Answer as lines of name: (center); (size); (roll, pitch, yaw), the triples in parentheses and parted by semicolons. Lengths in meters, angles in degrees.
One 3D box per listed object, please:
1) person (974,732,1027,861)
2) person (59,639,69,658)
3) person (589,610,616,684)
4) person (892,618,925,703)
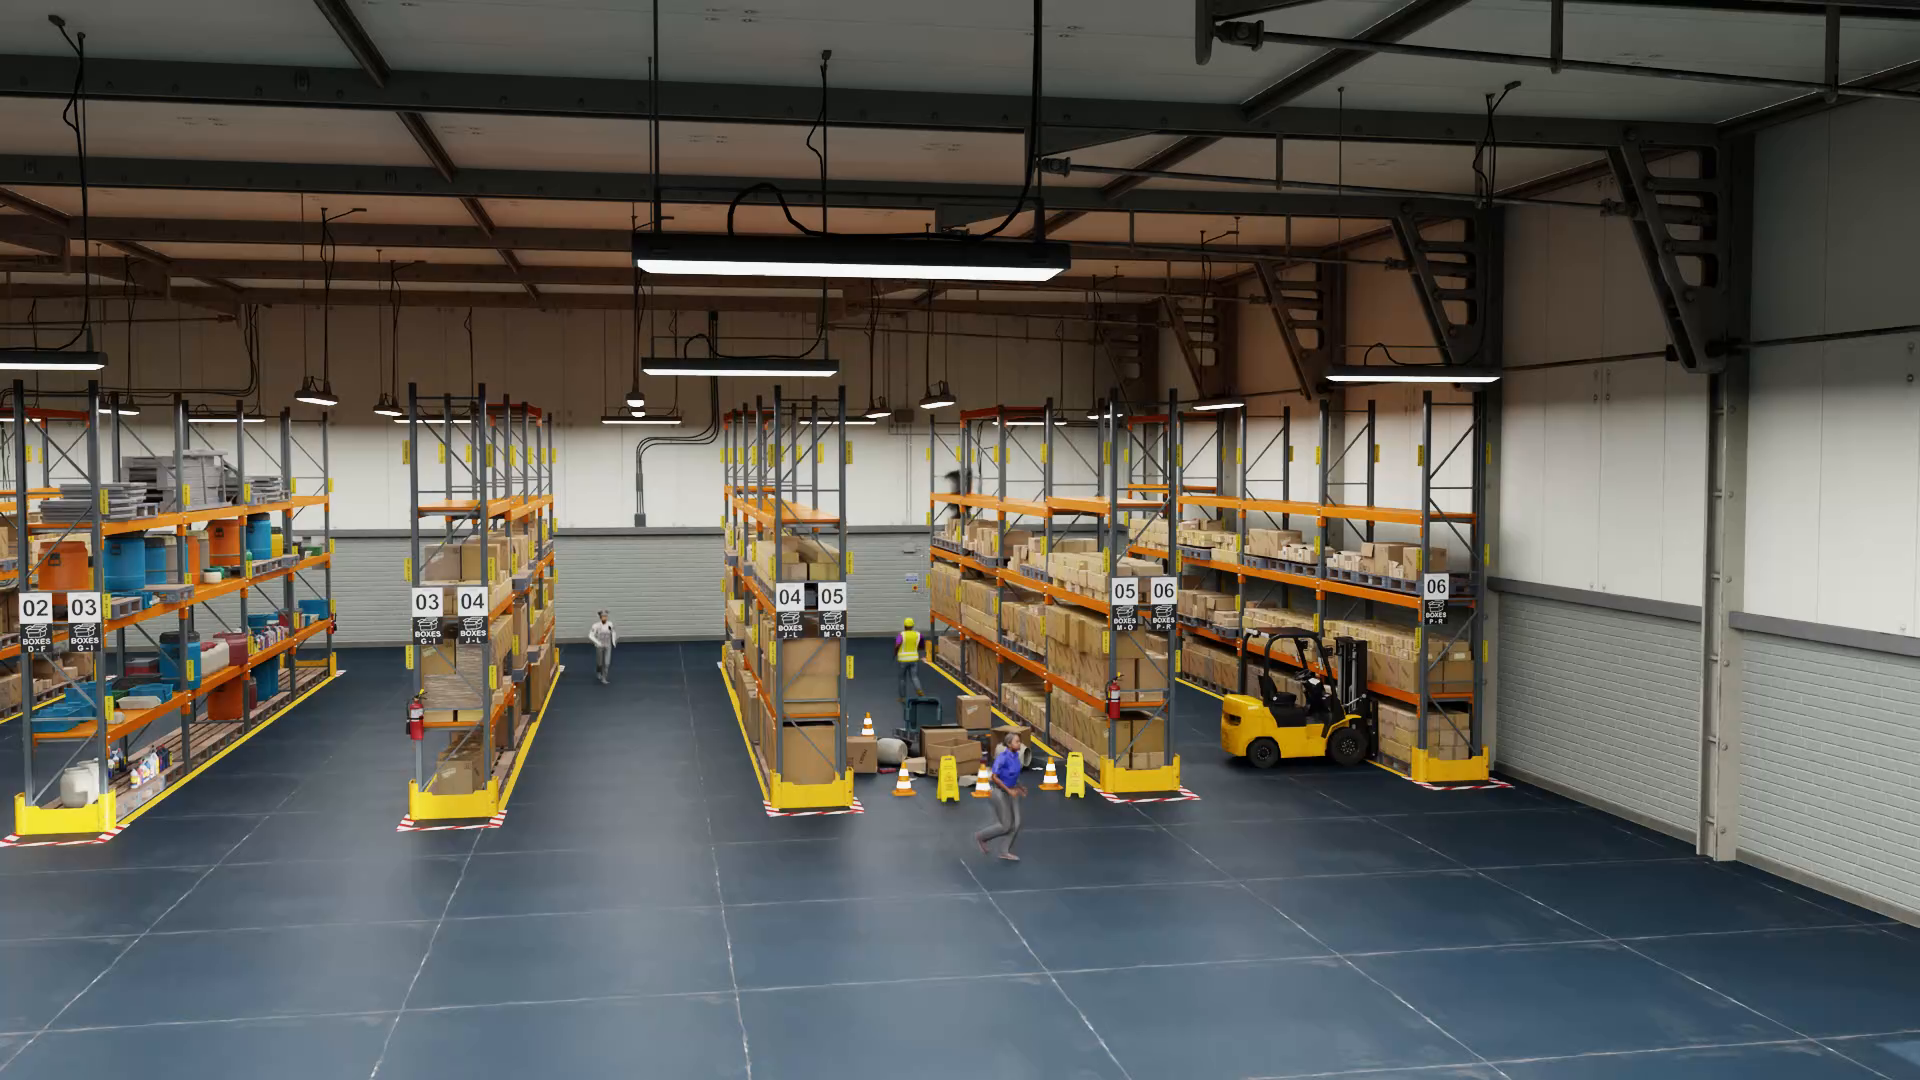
person: (0.506, 3.170, 20.635); (0.643, 1.603, 0.575); (2, 3, 29)
person: (-20.987, 2.226, 39.095); (0.804, 1.620, 0.599); (2, 3, 28)
person: (-7.871, 2.342, 36.607); (0.609, 1.642, 0.718); (-1, 3, -21)
person: (-1.039, 2.428, 33.424); (0.716, 1.747, 0.931); (-1, 3, -22)
